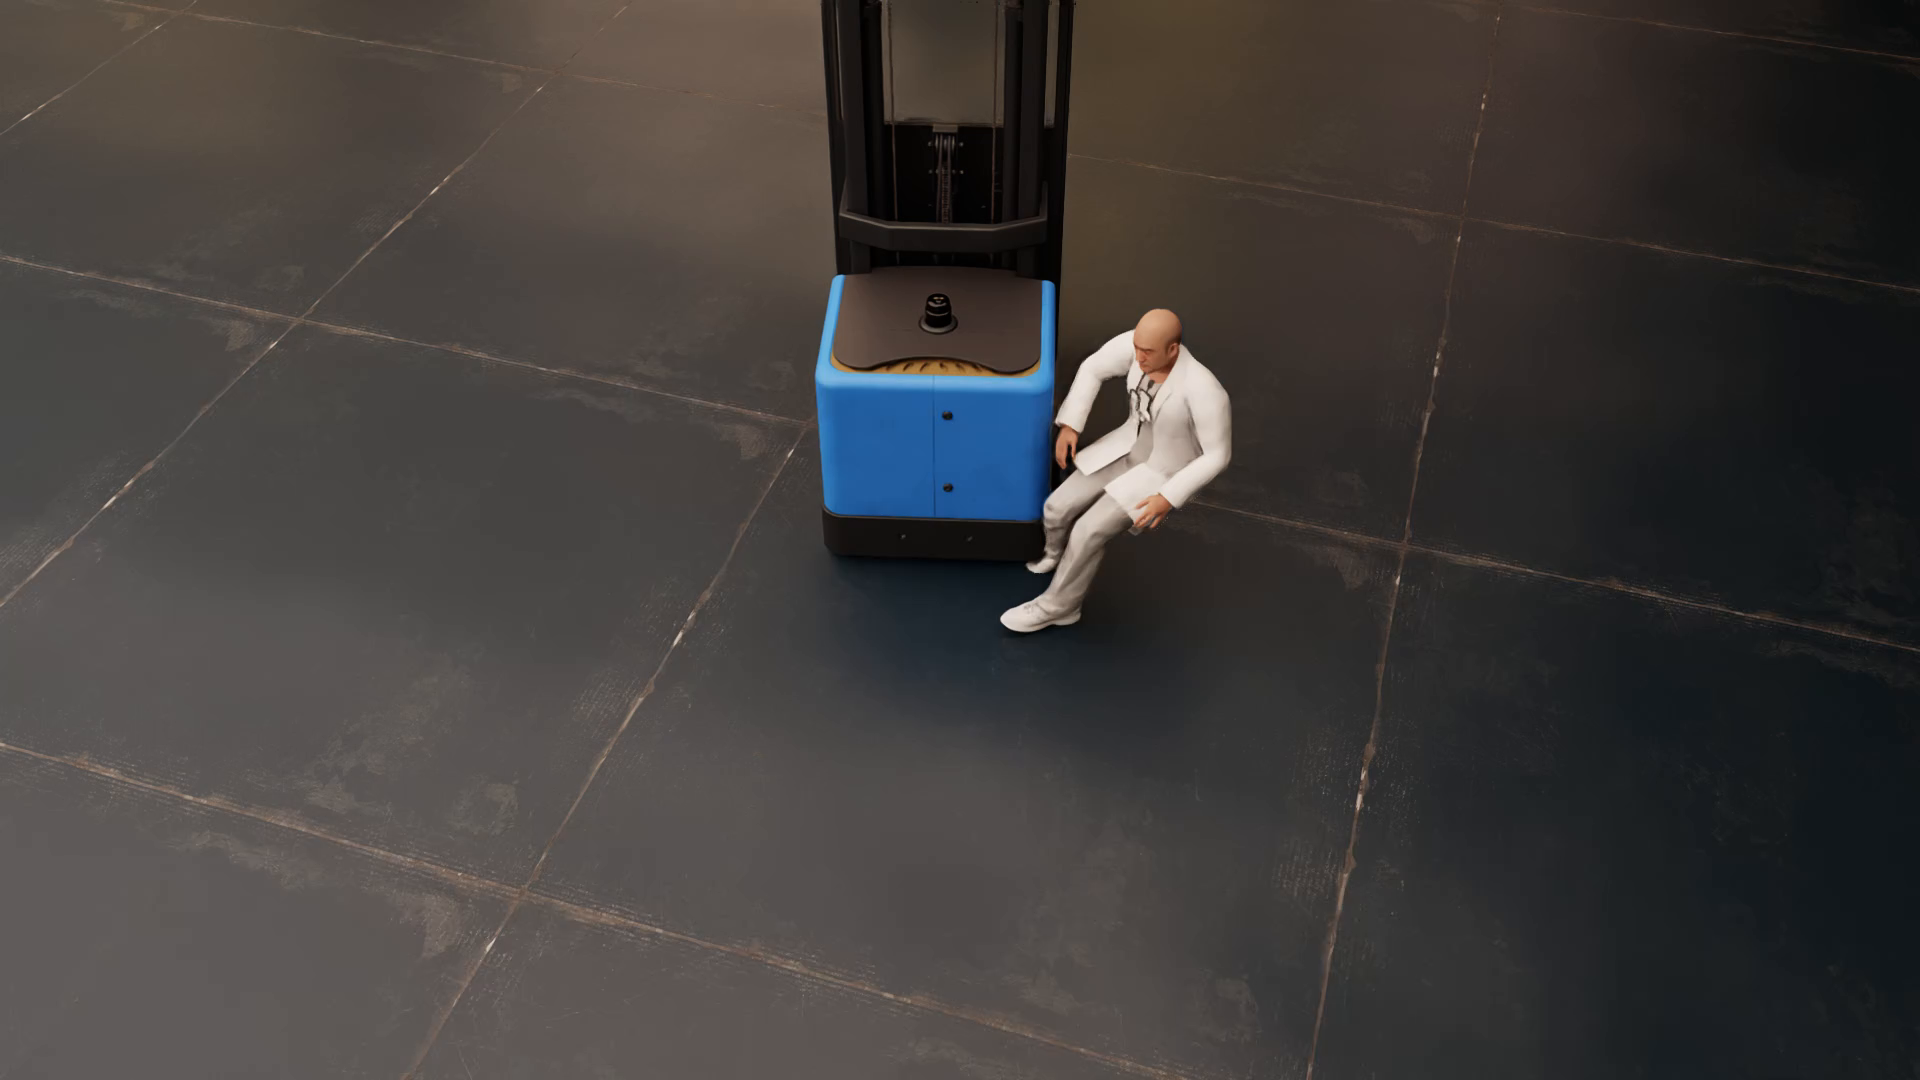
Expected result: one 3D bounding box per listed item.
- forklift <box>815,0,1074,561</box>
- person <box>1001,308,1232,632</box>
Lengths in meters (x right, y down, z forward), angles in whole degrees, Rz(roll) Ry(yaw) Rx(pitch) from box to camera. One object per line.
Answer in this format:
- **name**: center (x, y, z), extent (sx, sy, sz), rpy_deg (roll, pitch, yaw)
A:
- **forklift**: center (-0.041, -1.966, 7.803), extent (1.130, 2.935, 3.031), rpy_deg (2, 43, 2)
- **person**: center (0.624, -0.248, 7.051), extent (0.923, 1.573, 0.835), rpy_deg (-29, 50, -27)
